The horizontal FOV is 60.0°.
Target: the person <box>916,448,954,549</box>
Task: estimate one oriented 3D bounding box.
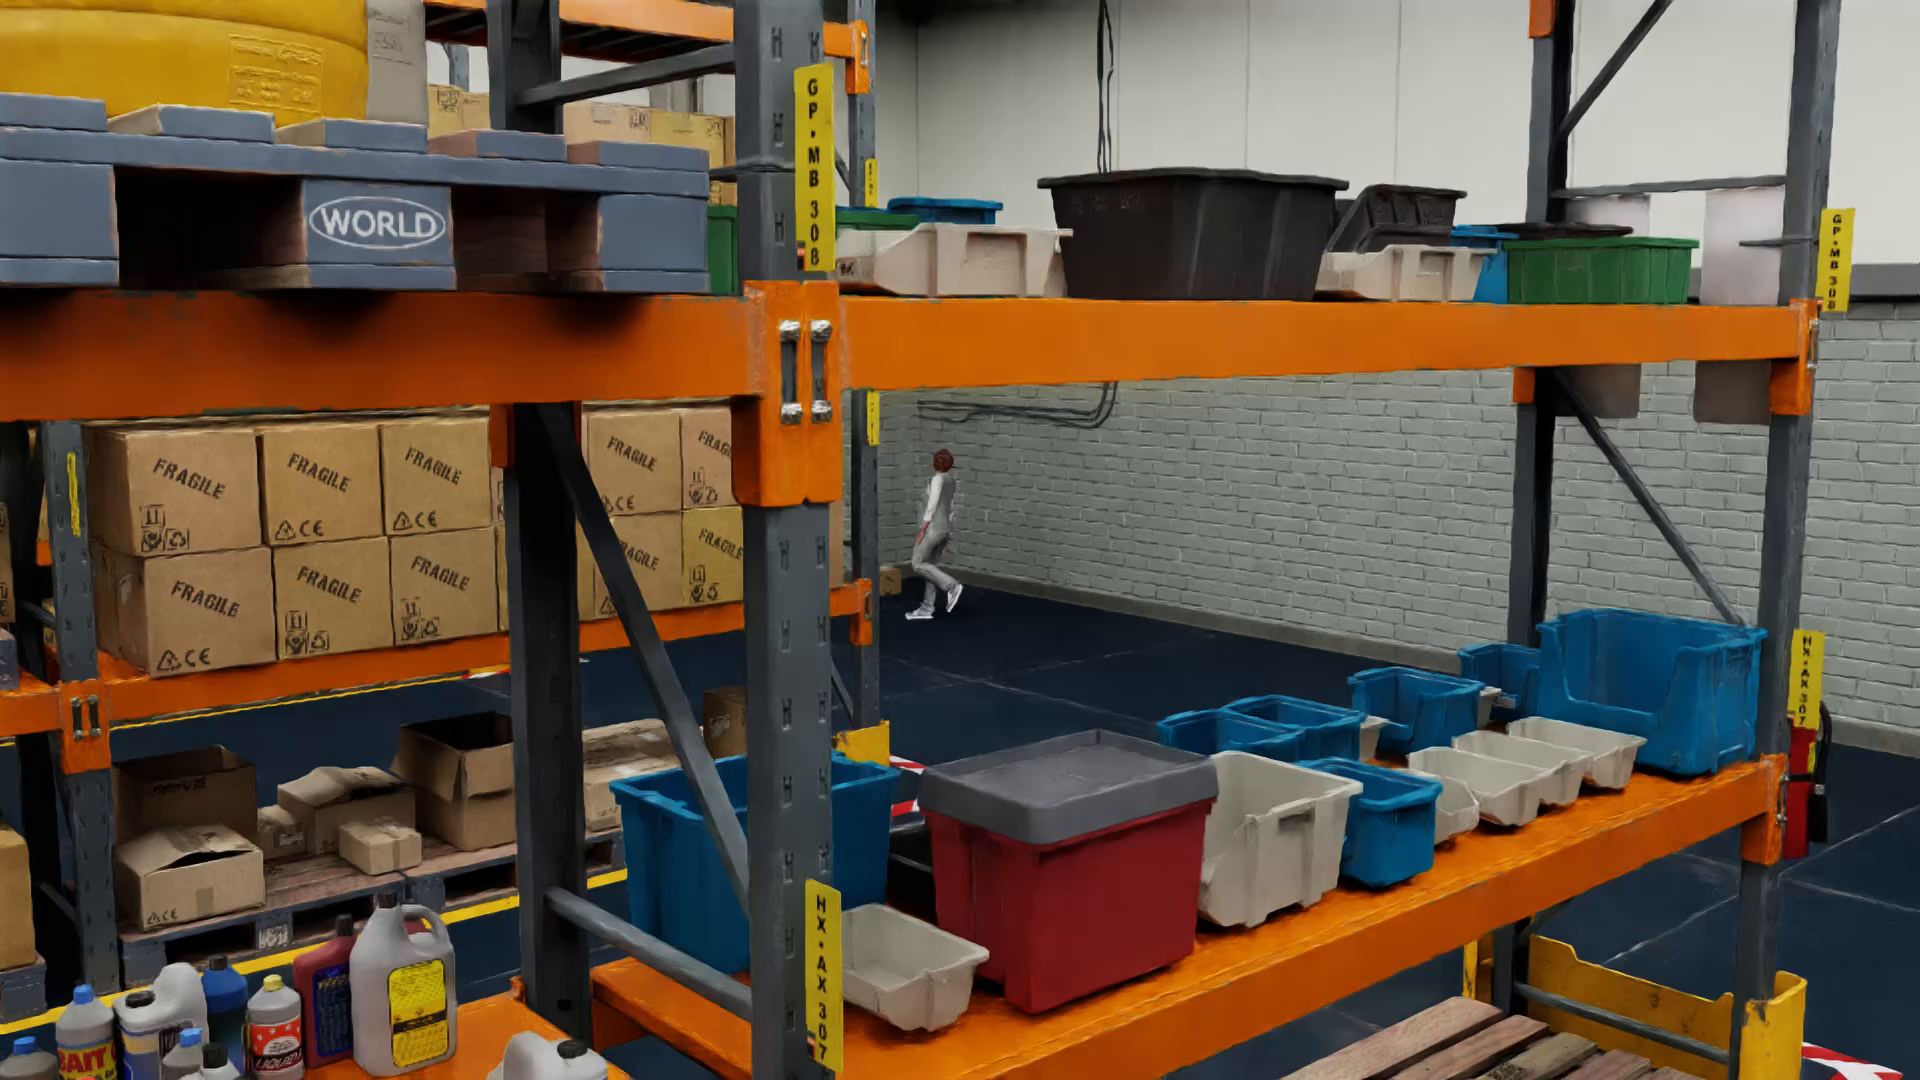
[{"bbox_3d":[-0.221,-0.365,15.305,0.273,0.943,0.466,3,8,19],"label":"person"}]
